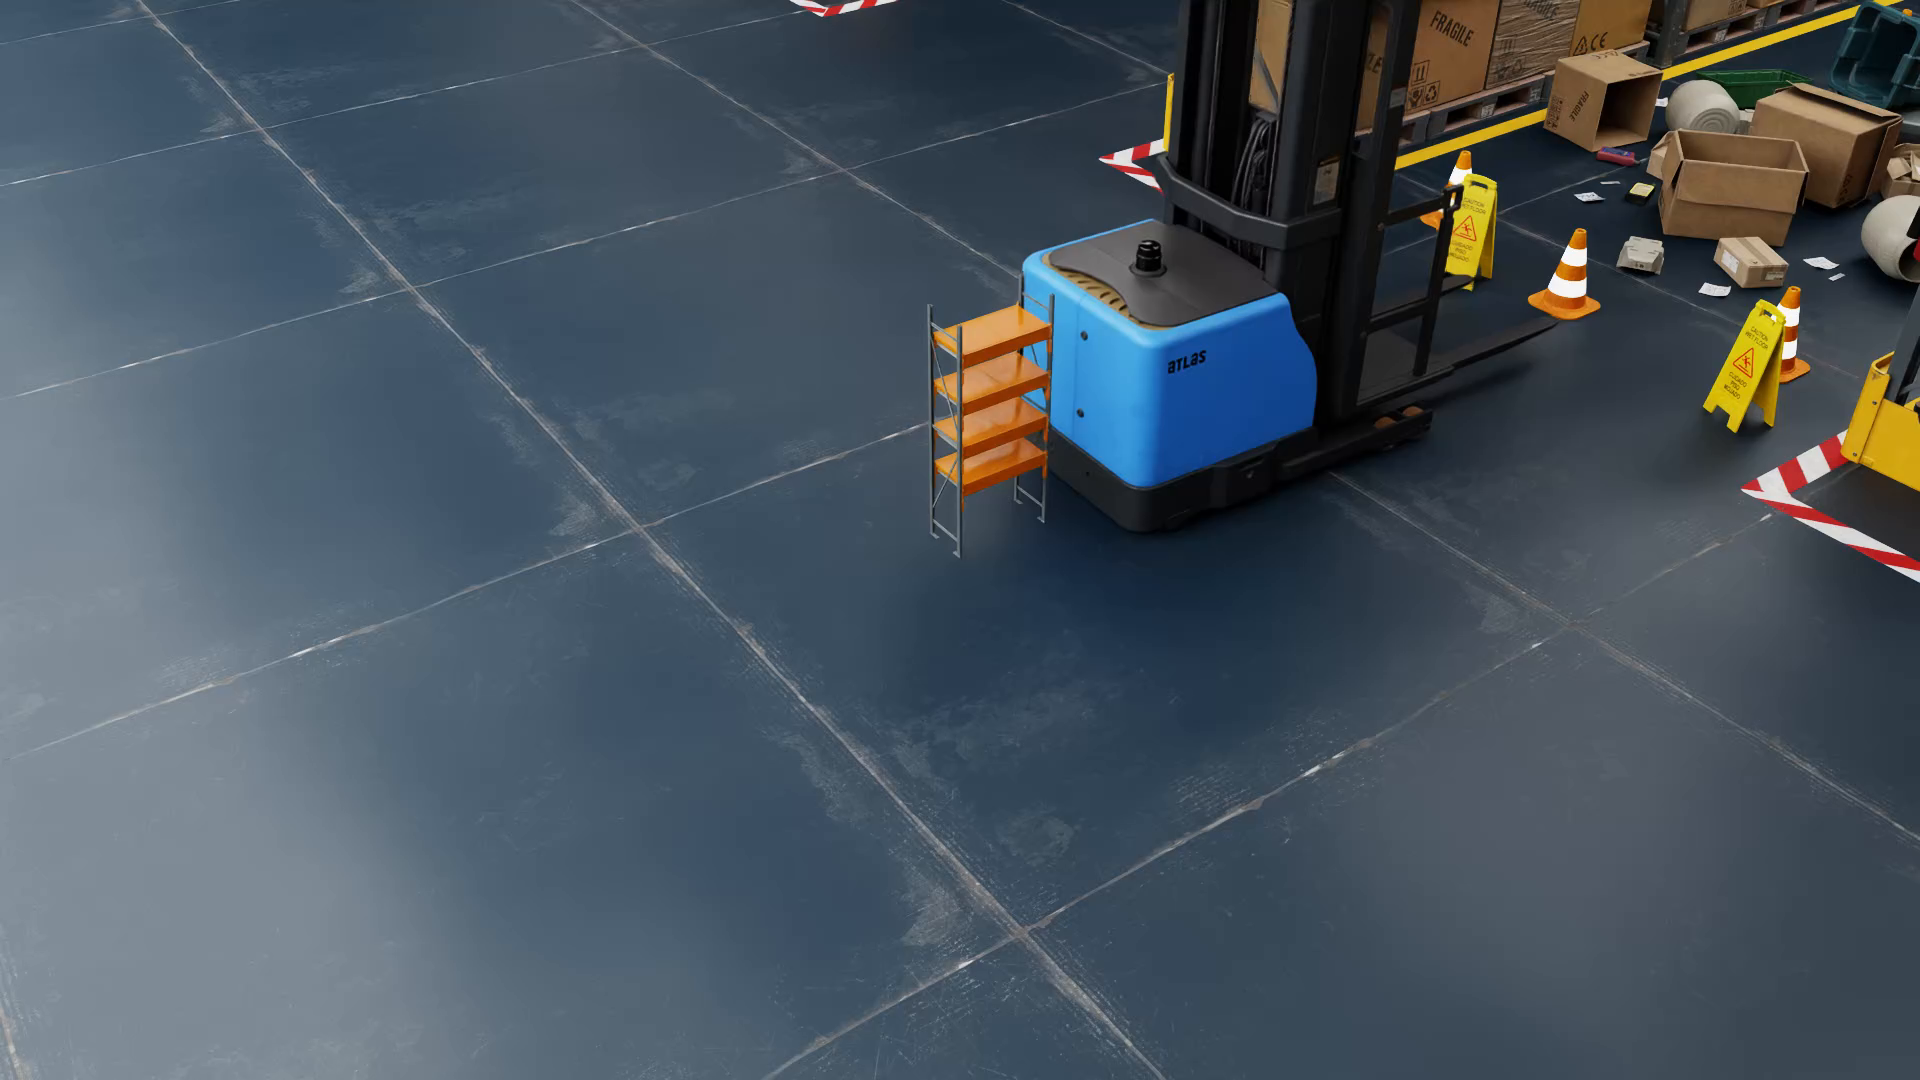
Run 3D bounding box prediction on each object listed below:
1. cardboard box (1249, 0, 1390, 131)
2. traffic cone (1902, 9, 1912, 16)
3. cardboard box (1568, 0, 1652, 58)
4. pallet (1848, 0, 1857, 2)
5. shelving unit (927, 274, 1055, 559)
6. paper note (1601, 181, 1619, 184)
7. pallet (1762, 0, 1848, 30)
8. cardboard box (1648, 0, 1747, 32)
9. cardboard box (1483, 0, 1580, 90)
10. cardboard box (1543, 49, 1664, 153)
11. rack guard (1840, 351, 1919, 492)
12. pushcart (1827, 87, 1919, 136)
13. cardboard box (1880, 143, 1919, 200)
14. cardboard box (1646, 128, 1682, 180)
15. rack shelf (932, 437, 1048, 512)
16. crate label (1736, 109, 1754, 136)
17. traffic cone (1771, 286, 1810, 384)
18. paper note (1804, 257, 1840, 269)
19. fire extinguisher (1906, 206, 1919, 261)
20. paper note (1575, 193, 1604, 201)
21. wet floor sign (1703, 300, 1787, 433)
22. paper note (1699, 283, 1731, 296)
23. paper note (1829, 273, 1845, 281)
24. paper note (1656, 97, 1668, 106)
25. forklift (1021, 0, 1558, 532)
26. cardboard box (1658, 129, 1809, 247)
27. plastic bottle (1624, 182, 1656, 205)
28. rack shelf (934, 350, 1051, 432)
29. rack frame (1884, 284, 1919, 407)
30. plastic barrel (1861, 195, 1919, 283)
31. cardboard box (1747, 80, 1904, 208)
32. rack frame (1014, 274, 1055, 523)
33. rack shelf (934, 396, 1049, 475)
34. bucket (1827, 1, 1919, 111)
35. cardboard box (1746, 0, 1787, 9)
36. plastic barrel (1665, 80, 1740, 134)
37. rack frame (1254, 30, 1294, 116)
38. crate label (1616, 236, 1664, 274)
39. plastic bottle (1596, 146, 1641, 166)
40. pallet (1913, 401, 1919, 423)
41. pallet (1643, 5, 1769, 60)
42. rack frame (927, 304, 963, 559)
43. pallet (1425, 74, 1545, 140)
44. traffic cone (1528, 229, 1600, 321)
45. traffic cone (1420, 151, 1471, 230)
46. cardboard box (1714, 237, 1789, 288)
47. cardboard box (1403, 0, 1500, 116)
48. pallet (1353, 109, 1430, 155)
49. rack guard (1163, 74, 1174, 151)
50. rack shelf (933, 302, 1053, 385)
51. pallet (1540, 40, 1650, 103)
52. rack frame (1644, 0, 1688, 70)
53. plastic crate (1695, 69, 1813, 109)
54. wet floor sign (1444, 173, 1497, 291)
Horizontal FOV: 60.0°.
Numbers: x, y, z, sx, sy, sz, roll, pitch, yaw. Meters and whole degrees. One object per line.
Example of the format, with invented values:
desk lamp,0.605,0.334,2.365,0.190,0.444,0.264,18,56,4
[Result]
cardboard box,2.395,-3.307,11.239,0.875,0.875,0.875,-22,41,-28
traffic cone,7.115,-3.785,12.617,0.334,0.463,0.336,-22,41,-28
cardboard box,4.594,-4.214,12.501,0.875,0.875,0.875,-22,41,-27
pallet,7.730,-5.069,14.617,1.213,0.211,1.003,-22,41,-28
shelving unit,0.135,-0.543,7.477,0.503,1.200,0.258,-22,41,-28
paper note,4.317,-2.372,11.039,0.123,0.001,0.032,-3,36,-4
pallet,6.734,-4.661,14.050,1.213,0.211,1.003,-22,41,-28
cardboard box,5.604,-4.594,13.135,0.750,0.750,1.050,-23,41,-28
cardboard box,3.860,-3.909,12.077,0.875,0.875,0.875,-22,41,-28
cardboard box,4.471,-3.059,11.573,0.500,0.500,0.500,-15,38,-20
rack guard,4.875,-0.421,7.908,0.348,0.500,1.175,-22,41,-28
pushcart,6.729,-2.763,11.268,1.648,0.377,0.936,22,41,28
cardboard box,6.181,-2.397,10.855,0.258,0.266,0.396,9,37,12
cardboard box,4.805,-2.518,11.023,0.258,0.266,0.396,-15,38,-20
rack shelf,0.135,-0.327,7.632,0.480,0.148,0.258,-22,41,-28
crate label,5.525,-2.933,11.711,0.298,0.136,0.250,9,37,12
traffic cone,4.422,-1.141,8.940,0.334,0.463,0.336,-22,41,-28
paper note,5.220,-1.683,10.073,0.142,0.019,0.148,-9,37,-12
fire extinguisher,4.454,-1.561,7.417,0.183,0.674,0.296,-22,41,-28
paper note,4.105,-2.236,10.835,0.142,0.017,0.144,-9,37,-12
wet floor sign,4.042,-0.902,8.451,0.232,0.644,0.267,-9,37,-12
paper note,4.439,-1.473,9.772,0.148,0.019,0.142,22,41,28
paper note,5.235,-1.571,9.925,0.123,0.001,0.032,-22,41,-28
paper note,5.121,-3.221,12.202,0.147,0.020,0.142,9,37,12
forklift,1.794,-1.878,7.852,3.031,2.935,1.130,-21,41,-26
cardboard box,4.791,-2.196,10.373,0.797,0.503,0.637,9,37,12
plastic bottle,4.451,-2.275,10.860,0.133,0.061,0.283,22,41,28
rack shelf,0.135,-0.670,7.386,0.480,0.148,0.258,-22,41,-28
rack frame,4.813,-1.411,7.142,0.127,3.000,1.000,-22,41,-28
plastic barrel,5.630,-1.782,9.865,0.421,0.421,0.512,3,36,4
cardboard box,5.550,-2.570,10.776,0.503,0.637,0.797,-22,41,-28
rack frame,0.335,-0.625,7.591,0.015,1.200,0.240,-22,41,-28
rack shelf,0.135,-0.488,7.516,0.480,0.148,0.258,-22,41,-28
bucket,6.366,-3.227,11.169,0.620,0.611,0.726,-1,34,-18
cardboard box,6.395,-4.916,13.584,0.750,0.750,1.050,-22,41,-28
plastic barrel,5.105,-2.925,11.454,0.421,0.421,0.512,3,36,4
rack frame,1.879,-3.739,10.380,0.127,3.000,1.000,-22,41,-28
crate label,4.111,-1.718,10.022,0.250,0.136,0.298,15,38,20
plastic bottle,4.497,-2.607,11.322,0.283,0.061,0.133,22,41,28
pallet,5.560,-0.561,8.349,1.213,0.211,1.003,-22,41,-28
pallet,5.736,-4.248,13.476,1.213,0.211,1.003,-22,41,-28
rack frame,-0.064,-0.461,7.363,0.015,1.200,0.240,-22,41,-28
pallet,3.484,-3.321,12.187,1.213,0.211,1.003,-22,41,-28
traffic cone,3.504,-1.557,9.518,0.334,0.463,0.336,-22,41,-28
traffic cone,3.131,-2.210,10.427,0.334,0.463,0.336,-22,41,-28
cardboard box,4.720,-1.658,9.928,0.250,0.149,0.380,-3,36,-4
cardboard box,3.113,-3.604,11.652,0.875,0.875,0.875,-23,42,-29
pallet,2.488,-2.913,11.620,1.213,0.211,1.003,-22,41,-28
rack guard,1.860,-2.716,11.099,0.348,0.500,1.175,-22,41,-28
rack shelf,0.135,-0.862,7.248,0.480,0.148,0.258,-22,41,-28
pallet,4.482,-3.734,12.761,1.213,0.211,1.003,-22,41,-28
rack frame,5.149,-5.085,12.251,0.127,3.000,1.000,-22,41,-28
plastic crate,5.761,-3.283,12.104,0.662,0.188,0.450,-3,26,-4
wet floor sign,2.996,-1.829,9.740,0.267,0.644,0.232,30,45,35
